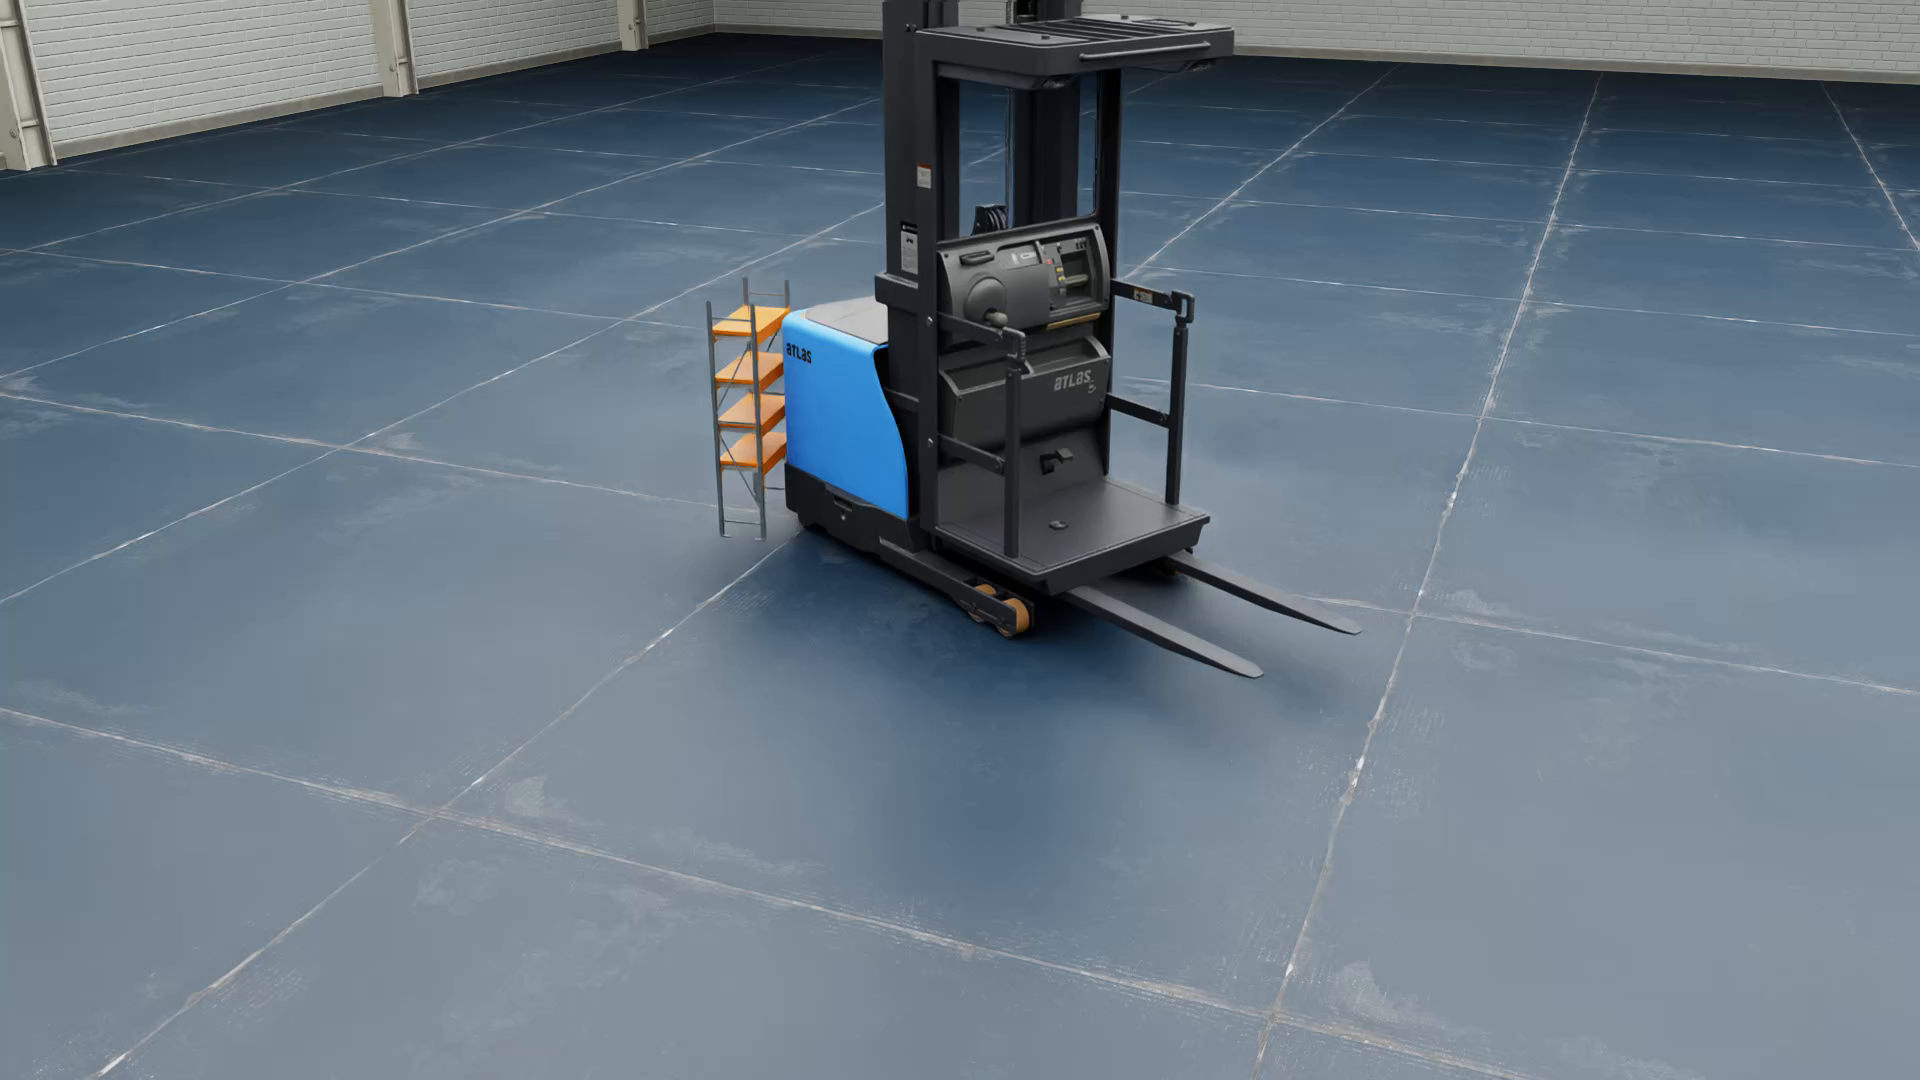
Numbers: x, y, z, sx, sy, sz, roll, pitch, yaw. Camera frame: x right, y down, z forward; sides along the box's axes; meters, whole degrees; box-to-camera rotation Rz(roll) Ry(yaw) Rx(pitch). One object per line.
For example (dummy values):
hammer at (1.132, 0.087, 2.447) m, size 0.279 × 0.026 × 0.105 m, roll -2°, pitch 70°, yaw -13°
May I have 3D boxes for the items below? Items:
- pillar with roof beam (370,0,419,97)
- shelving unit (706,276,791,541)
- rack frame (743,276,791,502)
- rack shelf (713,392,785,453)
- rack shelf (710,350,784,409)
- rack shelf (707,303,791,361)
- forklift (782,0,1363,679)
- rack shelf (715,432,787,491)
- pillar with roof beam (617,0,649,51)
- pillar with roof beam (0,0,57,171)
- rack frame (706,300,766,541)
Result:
pillar with roof beam at (-3.733, -9.690, 19.773) m, size 9.100 × 9.000 × 0.400 m, roll 9°, pitch 24°, yaw 20°
shelving unit at (-1.021, -0.654, 8.258) m, size 0.258 × 1.200 × 0.503 m, roll 5°, pitch 23°, yaw 13°
rack frame at (-0.963, -0.745, 8.477) m, size 0.240 × 1.200 × 0.015 m, roll 5°, pitch 23°, yaw 13°
rack shelf at (-1.021, -0.592, 8.284) m, size 0.258 × 0.148 × 0.480 m, roll 5°, pitch 23°, yaw 13°
rack shelf at (-1.021, -0.798, 8.198) m, size 0.258 × 0.148 × 0.480 m, roll 5°, pitch 23°, yaw 13°
rack shelf at (-1.021, -1.016, 8.107) m, size 0.258 × 0.148 × 0.480 m, roll 5°, pitch 23°, yaw 13°
forklift at (0.433, -1.148, 7.197) m, size 1.130 × 2.935 × 3.031 m, roll -18°, pitch 28°, yaw -36°
rack shelf at (-1.021, -0.408, 8.361) m, size 0.258 × 0.148 × 0.480 m, roll 5°, pitch 23°, yaw 13°
pillar with roof beam at (-1.505, -11.837, 24.913) m, size 9.100 × 9.000 × 0.400 m, roll 9°, pitch 24°, yaw 20°
pillar with roof beam at (-5.962, -7.543, 14.632) m, size 9.100 × 9.000 × 0.400 m, roll 9°, pitch 24°, yaw 20°
rack frame at (-1.079, -0.562, 8.040) m, size 0.240 × 1.200 × 0.015 m, roll 5°, pitch 23°, yaw 13°
